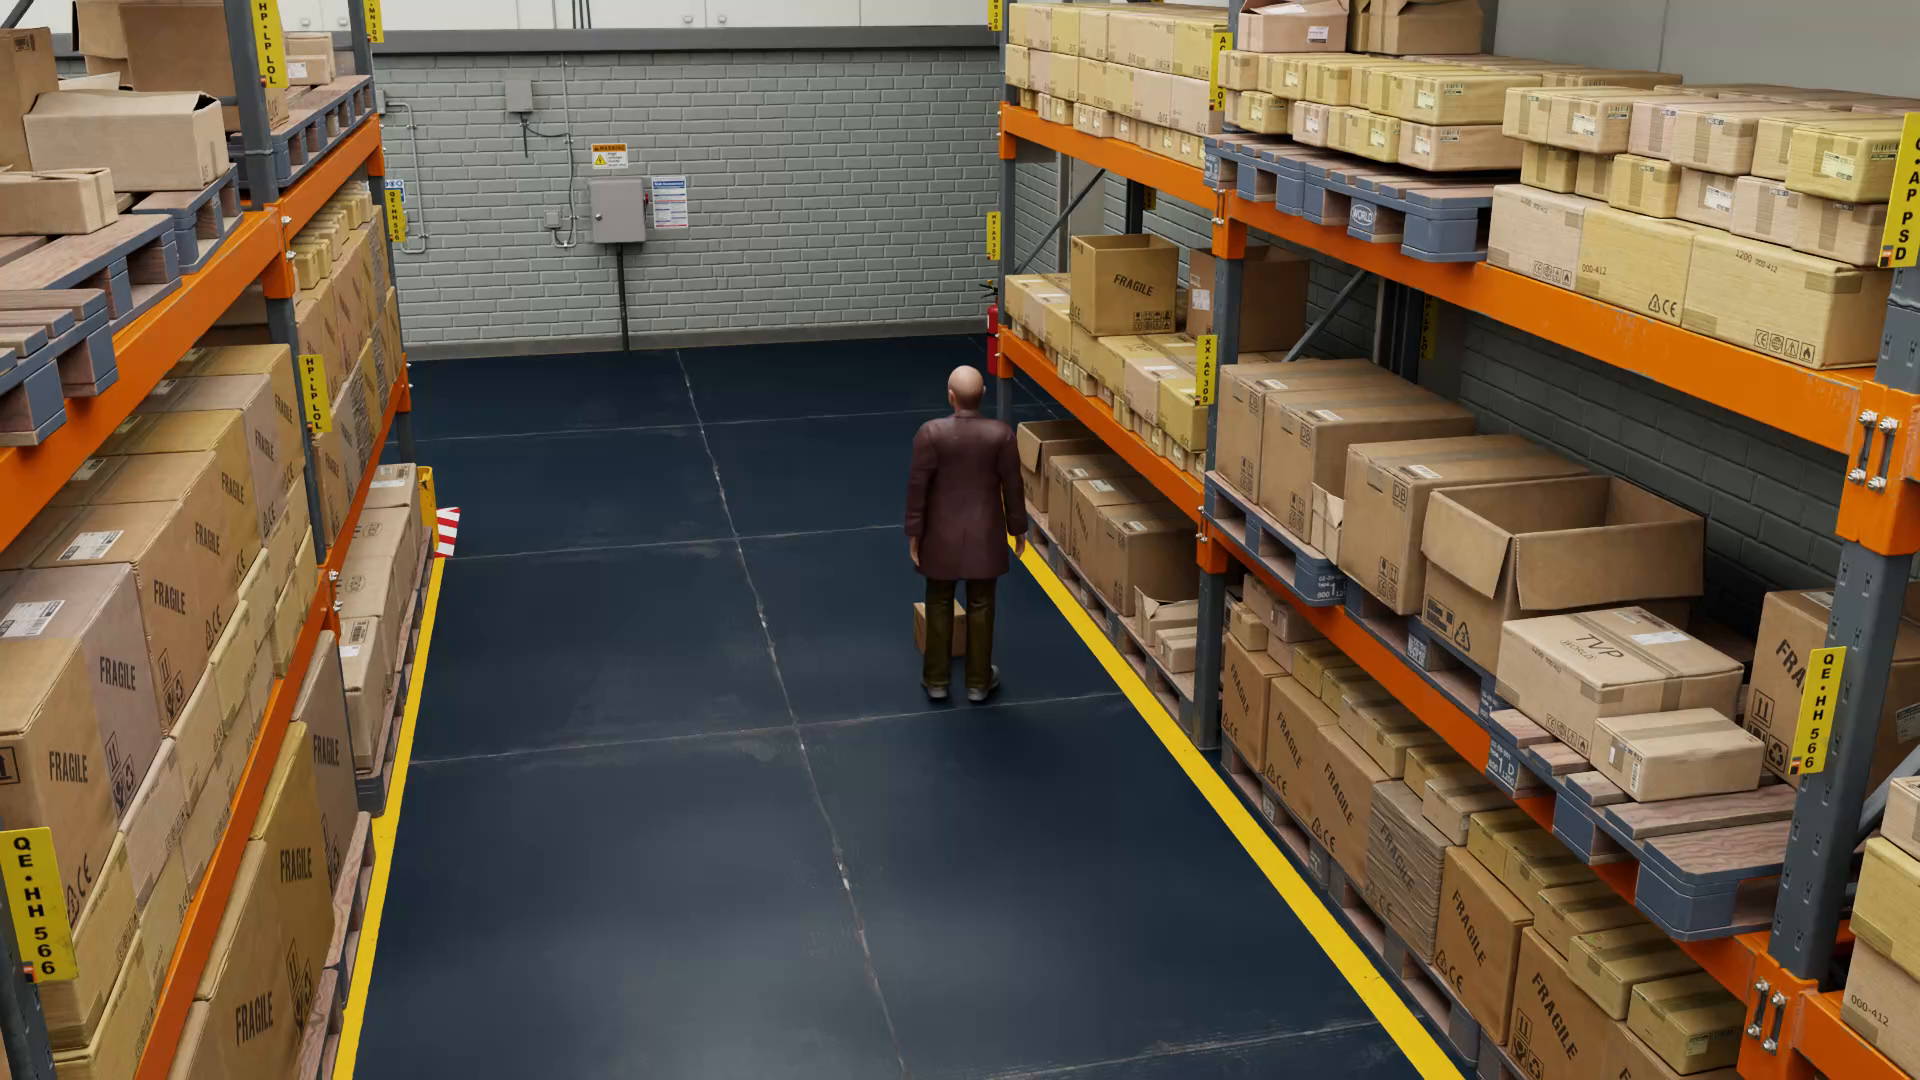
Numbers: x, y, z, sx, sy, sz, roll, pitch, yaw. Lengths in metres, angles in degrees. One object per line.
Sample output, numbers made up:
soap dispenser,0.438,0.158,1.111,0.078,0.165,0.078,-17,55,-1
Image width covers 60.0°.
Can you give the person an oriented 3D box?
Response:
person,0.031,-0.043,8.654,0.653,1.786,0.410,-1,19,-3
